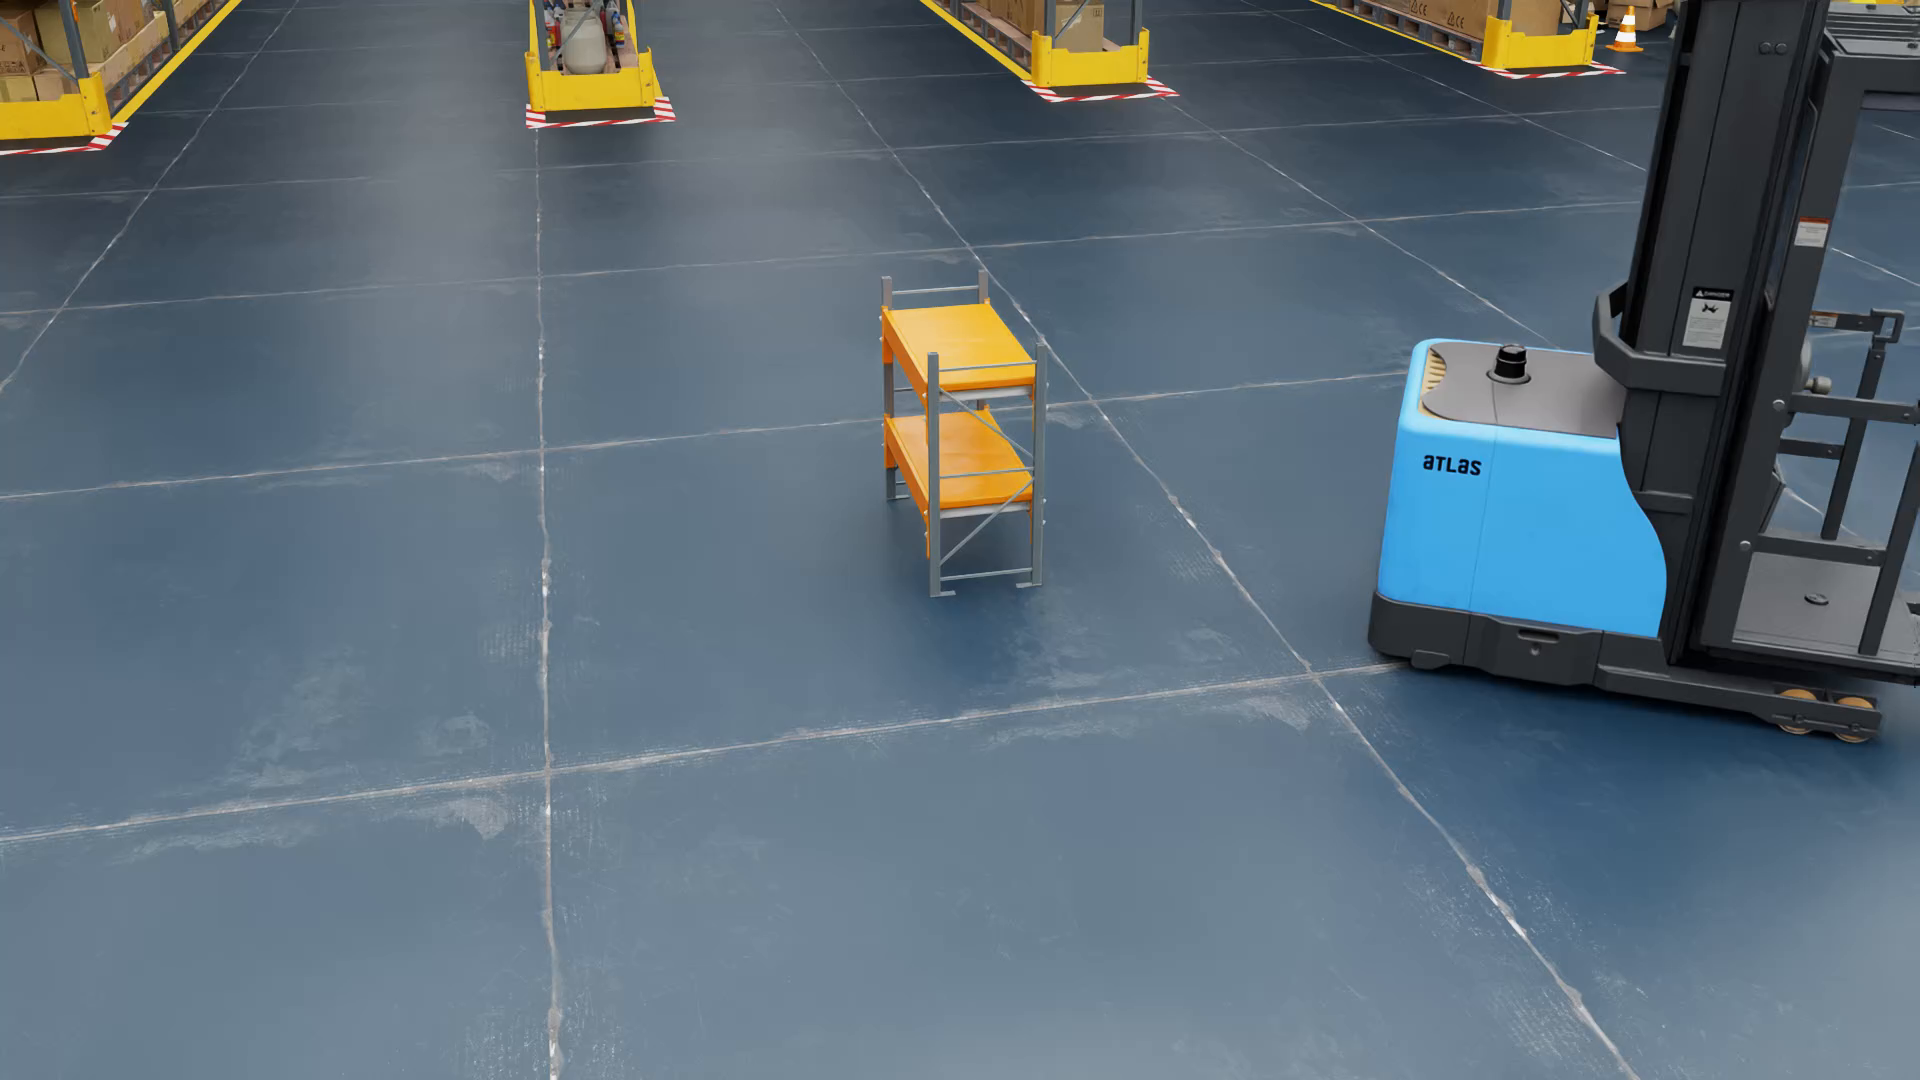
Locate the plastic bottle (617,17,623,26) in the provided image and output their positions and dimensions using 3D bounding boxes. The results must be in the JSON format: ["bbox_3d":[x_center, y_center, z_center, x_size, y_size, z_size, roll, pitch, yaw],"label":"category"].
[{"bbox_3d":[-3.621,-5.429,17.703,0.061,0.283,0.133,-5,27,-11],"label":"plastic bottle"}]

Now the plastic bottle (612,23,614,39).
[{"bbox_3d":[-3.710,-5.529,17.992,0.097,0.201,0.097,0,27,0],"label":"plastic bottle"}]

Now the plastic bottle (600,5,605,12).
[{"bbox_3d":[-3.936,-5.755,18.349,0.061,0.283,0.133,-6,27,-12],"label":"plastic bottle"}]

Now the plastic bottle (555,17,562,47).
[{"bbox_3d":[-4.250,-5.386,17.618,0.061,0.283,0.133,-6,27,-12],"label":"plastic bottle"}]

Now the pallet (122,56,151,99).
[{"bbox_3d":[-8.794,-4.636,16.700,1.003,0.211,1.213,-6,27,-12],"label":"pallet"}]

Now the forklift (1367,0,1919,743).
[{"bbox_3d":[3.235,-0.817,6.116,3.031,2.935,1.130,8,28,16],"label":"forklift"}]

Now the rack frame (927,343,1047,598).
[{"bbox_3d":[0.113,-0.282,7.060,0.500,1.125,0.032,-6,27,-12],"label":"rack frame"}]

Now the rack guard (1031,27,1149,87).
[{"bbox_3d":[1.326,-4.936,16.975,1.175,0.500,0.348,-6,27,-12],"label":"rack guard"}]

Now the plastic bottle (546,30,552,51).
[{"bbox_3d":[-4.323,-5.225,17.390,0.097,0.201,0.097,0,27,0],"label":"plastic bottle"}]

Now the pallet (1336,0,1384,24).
[{"bbox_3d":[5.392,-6.648,20.686,1.003,0.211,1.213,-6,27,-12],"label":"pallet"}]

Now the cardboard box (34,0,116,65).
[{"bbox_3d":[-8.328,-4.787,15.658,0.500,0.500,0.500,-6,27,-12],"label":"cardboard box"}]

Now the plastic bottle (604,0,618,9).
[{"bbox_3d":[-3.915,-5.948,18.657,0.144,0.351,0.185,-7,28,-14],"label":"plastic bottle"}]

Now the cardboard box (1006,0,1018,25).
[{"bbox_3d":[0.846,-6.152,18.917,0.500,0.500,0.500,-8,28,-16],"label":"cardboard box"}]

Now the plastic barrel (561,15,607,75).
[{"bbox_3d":[-3.705,-4.874,16.373,0.421,0.512,0.421,0,27,0],"label":"plastic barrel"}]

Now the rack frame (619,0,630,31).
[{"bbox_3d":[-4.384,-7.272,18.829,1.000,3.000,0.127,-6,27,-12],"label":"rack frame"}]

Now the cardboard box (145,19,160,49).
[{"bbox_3d":[-8.790,-5.329,17.564,0.500,0.250,0.500,-6,27,-12],"label":"cardboard box"}]

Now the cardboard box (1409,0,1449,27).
[{"bbox_3d":[5.781,-6.394,18.982,0.875,0.875,0.875,-6,27,-12],"label":"cardboard box"}]

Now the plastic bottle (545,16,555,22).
[{"bbox_3d":[-4.385,-5.433,17.719,0.152,0.276,0.135,-7,28,-13],"label":"plastic bottle"}]

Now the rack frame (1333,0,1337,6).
[{"bbox_3d":[5.297,-8.234,20.735,1.000,3.000,0.127,-6,27,-12],"label":"rack frame"}]

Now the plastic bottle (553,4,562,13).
[{"bbox_3d":[-4.456,-5.803,18.457,0.097,0.271,0.097,0,27,0],"label":"plastic bottle"}]

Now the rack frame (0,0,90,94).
[{"bbox_3d":[-8.309,-5.015,14.356,1.000,3.000,0.127,-6,27,-12],"label":"rack frame"}]

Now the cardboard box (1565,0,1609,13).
[{"bbox_3d":[7.917,-6.895,20.702,0.797,0.637,0.503,-6,27,-12],"label":"cardboard box"}]

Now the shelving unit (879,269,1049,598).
[{"bbox_3d":[-0.002,-0.505,7.502,0.538,1.125,1.048,-6,27,-12],"label":"shelving unit"}]

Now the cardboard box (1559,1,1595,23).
[{"bbox_3d":[7.479,-6.446,20.227,0.396,0.266,0.258,-1,27,-3],"label":"cardboard box"}]

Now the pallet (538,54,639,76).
[{"bbox_3d":[-3.723,-4.657,16.742,1.003,0.211,1.213,-6,27,-12],"label":"pallet"}]

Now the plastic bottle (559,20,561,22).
[{"bbox_3d":[-4.318,-5.503,17.941,0.097,0.201,0.097,0,27,0],"label":"plastic bottle"}]

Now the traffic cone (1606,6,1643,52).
[{"bbox_3d":[7.462,-5.723,18.575,0.336,0.463,0.334,-6,27,-12],"label":"traffic cone"}]

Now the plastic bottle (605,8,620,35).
[{"bbox_3d":[-3.809,-5.701,18.251,0.152,0.276,0.135,-5,27,-11],"label":"plastic bottle"}]

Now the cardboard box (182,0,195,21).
[{"bbox_3d":[-9.174,-6.157,19.206,0.500,0.250,0.500,-5,27,-10],"label":"cardboard box"}]

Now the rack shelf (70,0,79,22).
[{"bbox_3d":[-8.760,-5.572,16.258,1.077,0.370,4.000,-6,27,-12],"label":"rack shelf"}]

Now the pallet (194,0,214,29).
[{"bbox_3d":[-9.693,-6.382,20.160,1.003,0.211,1.213,-6,27,-12],"label":"pallet"}]

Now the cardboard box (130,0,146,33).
[{"bbox_3d":[-8.675,-5.444,16.961,0.500,0.500,0.500,-6,27,-12],"label":"cardboard box"}]

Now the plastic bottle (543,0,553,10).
[{"bbox_3d":[-4.564,-5.807,18.377,0.144,0.351,0.185,-7,28,-14],"label":"plastic bottle"}]

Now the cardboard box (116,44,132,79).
[{"bbox_3d":[-8.442,-4.671,16.261,0.500,0.250,0.500,-6,27,-12],"label":"cardboard box"}]

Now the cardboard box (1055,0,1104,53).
[{"bbox_3d":[1.219,-5.366,17.361,0.500,0.500,0.500,-1,27,-2],"label":"cardboard box"}]

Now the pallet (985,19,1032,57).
[{"bbox_3d":[0.906,-5.702,18.813,1.003,0.211,1.213,-6,27,-12],"label":"pallet"}]

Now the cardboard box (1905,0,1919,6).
[{"bbox_3d":[11.086,-6.367,19.622,0.500,0.250,0.500,-6,27,-12],"label":"cardboard box"}]

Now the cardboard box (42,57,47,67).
[{"bbox_3d":[-8.842,-4.398,15.721,0.500,0.250,0.500,-6,27,-12],"label":"cardboard box"}]

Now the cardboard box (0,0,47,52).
[{"bbox_3d":[-8.960,-4.952,15.986,0.500,0.500,0.500,-6,27,-12],"label":"cardboard box"}]
